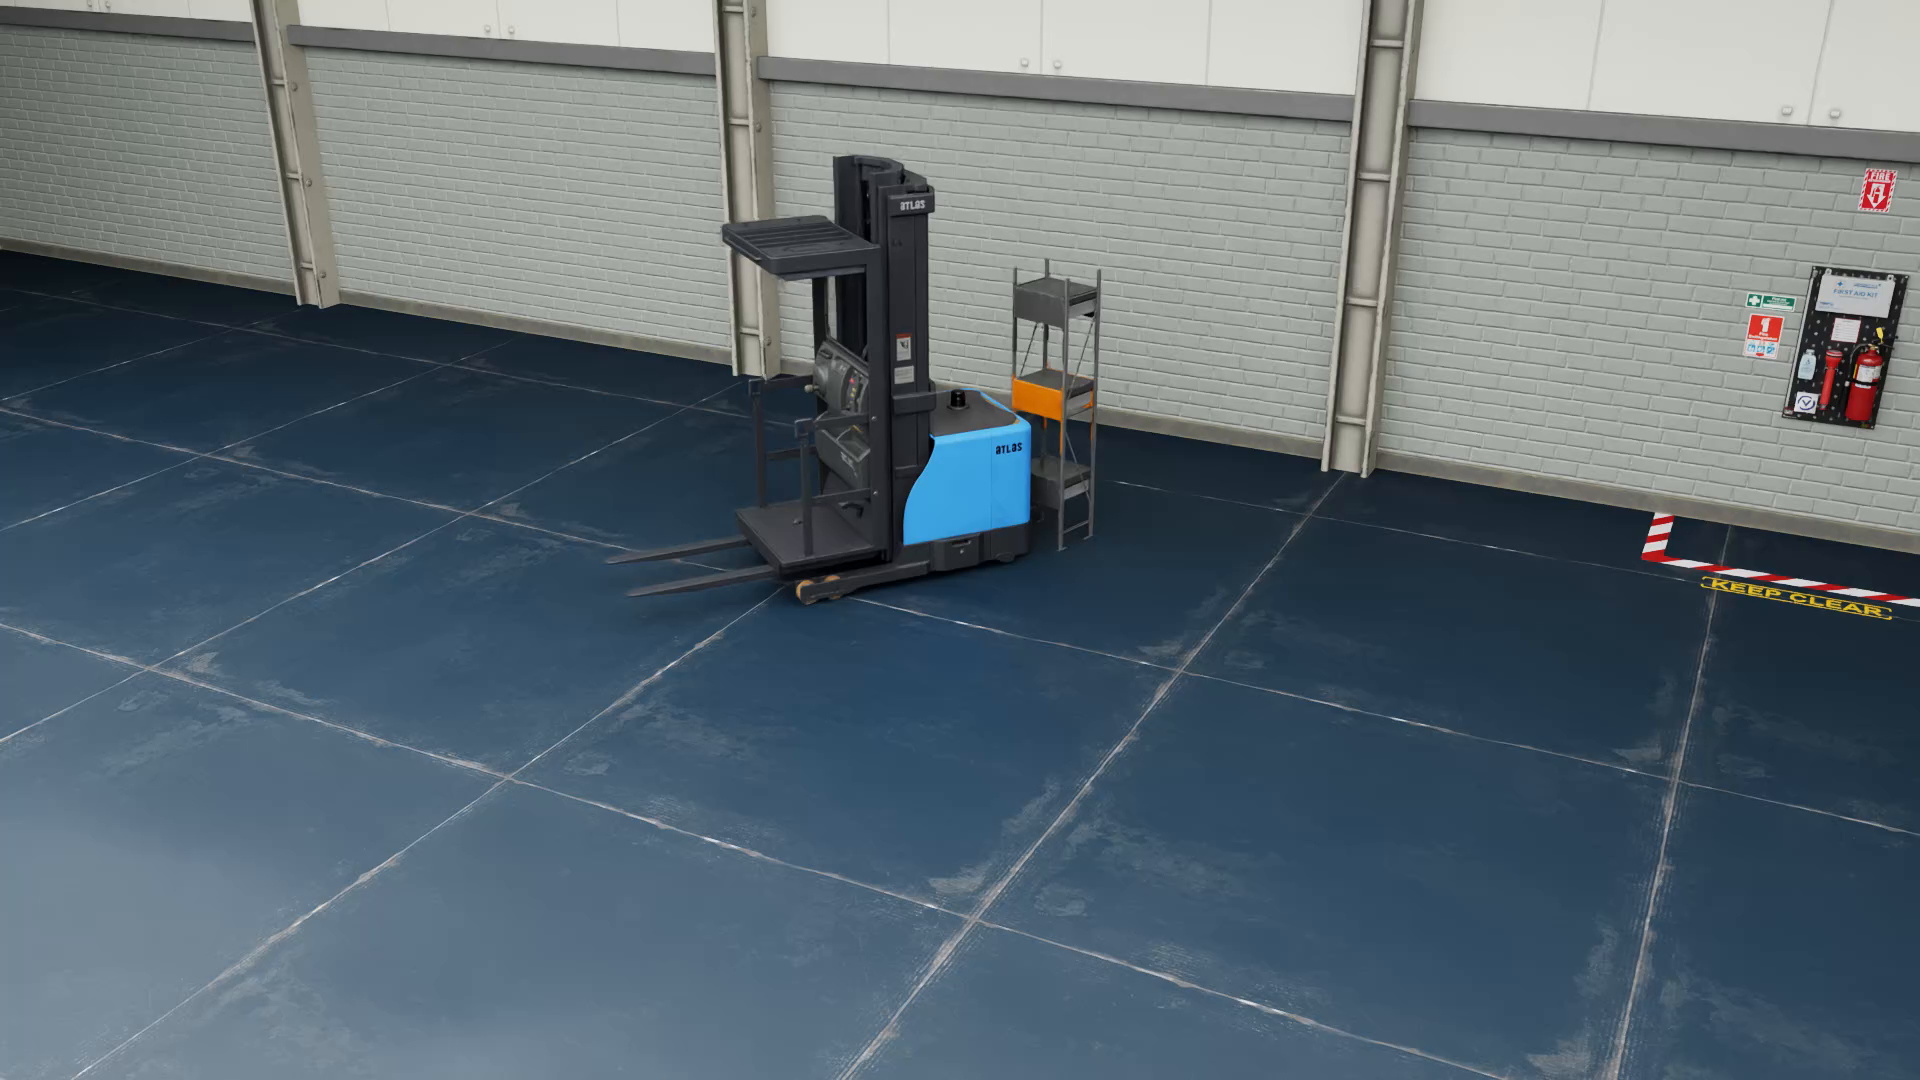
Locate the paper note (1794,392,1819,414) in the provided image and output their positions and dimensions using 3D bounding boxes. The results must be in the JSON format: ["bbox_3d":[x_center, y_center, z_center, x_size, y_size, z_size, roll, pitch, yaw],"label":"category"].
[{"bbox_3d":[6.359,-1.032,12.495,0.142,0.148,0.016,11,25,25],"label":"paper note"}]

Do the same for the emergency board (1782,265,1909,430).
[{"bbox_3d":[6.486,-1.382,12.192,0.643,1.169,0.194,11,25,25],"label":"emergency board"}]

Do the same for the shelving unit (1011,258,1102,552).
[{"bbox_3d":[0.704,-1.000,12.444,0.503,2.100,0.431,20,30,38],"label":"shelving unit"}]

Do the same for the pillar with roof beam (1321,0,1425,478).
[{"bbox_3d":[1.377,-3.249,8.917,0.400,9.000,9.100,11,25,25],"label":"pillar with roof beam"}]

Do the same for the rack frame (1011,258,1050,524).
[{"bbox_3d":[0.523,-1.064,12.596,0.015,2.100,0.400,20,30,38],"label":"rack frame"}]

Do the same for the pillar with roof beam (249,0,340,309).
[{"bbox_3d":[-9.332,-5.368,13.899,0.400,9.000,9.100,11,25,25],"label":"pillar with roof beam"}]

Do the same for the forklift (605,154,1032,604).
[{"bbox_3d":[-1.025,-1.132,11.693,3.031,2.935,1.130,-10,25,-23],"label":"forklift"}]

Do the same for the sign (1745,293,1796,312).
[{"bbox_3d":[6.039,-1.772,12.387,0.331,0.109,0.001,11,25,25],"label":"sign"}]

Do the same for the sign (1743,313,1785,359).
[{"bbox_3d":[6.039,-1.532,12.500,0.234,0.329,0.001,11,25,25],"label":"sign"}]

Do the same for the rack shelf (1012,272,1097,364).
[{"bbox_3d":[0.704,-1.632,12.176,0.480,0.518,0.431,20,30,38],"label":"rack shelf"}]

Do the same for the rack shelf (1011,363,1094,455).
[{"bbox_3d":[0.704,-0.987,12.450,0.480,0.518,0.431,20,30,38],"label":"rack shelf"}]

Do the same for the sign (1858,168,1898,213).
[{"bbox_3d":[6.524,-2.485,11.824,0.199,0.298,0.001,11,25,25],"label":"sign"}]

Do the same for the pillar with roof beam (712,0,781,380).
[{"bbox_3d":[-3.977,-4.308,11.408,0.400,9.000,9.100,11,25,25],"label":"pillar with roof beam"}]

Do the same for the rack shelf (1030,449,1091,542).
[{"bbox_3d":[0.704,-0.343,12.724,0.480,0.518,0.431,20,30,38],"label":"rack shelf"}]

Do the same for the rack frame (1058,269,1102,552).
[{"bbox_3d":[0.884,-0.936,12.293,0.015,2.100,0.400,20,30,38],"label":"rack frame"}]
